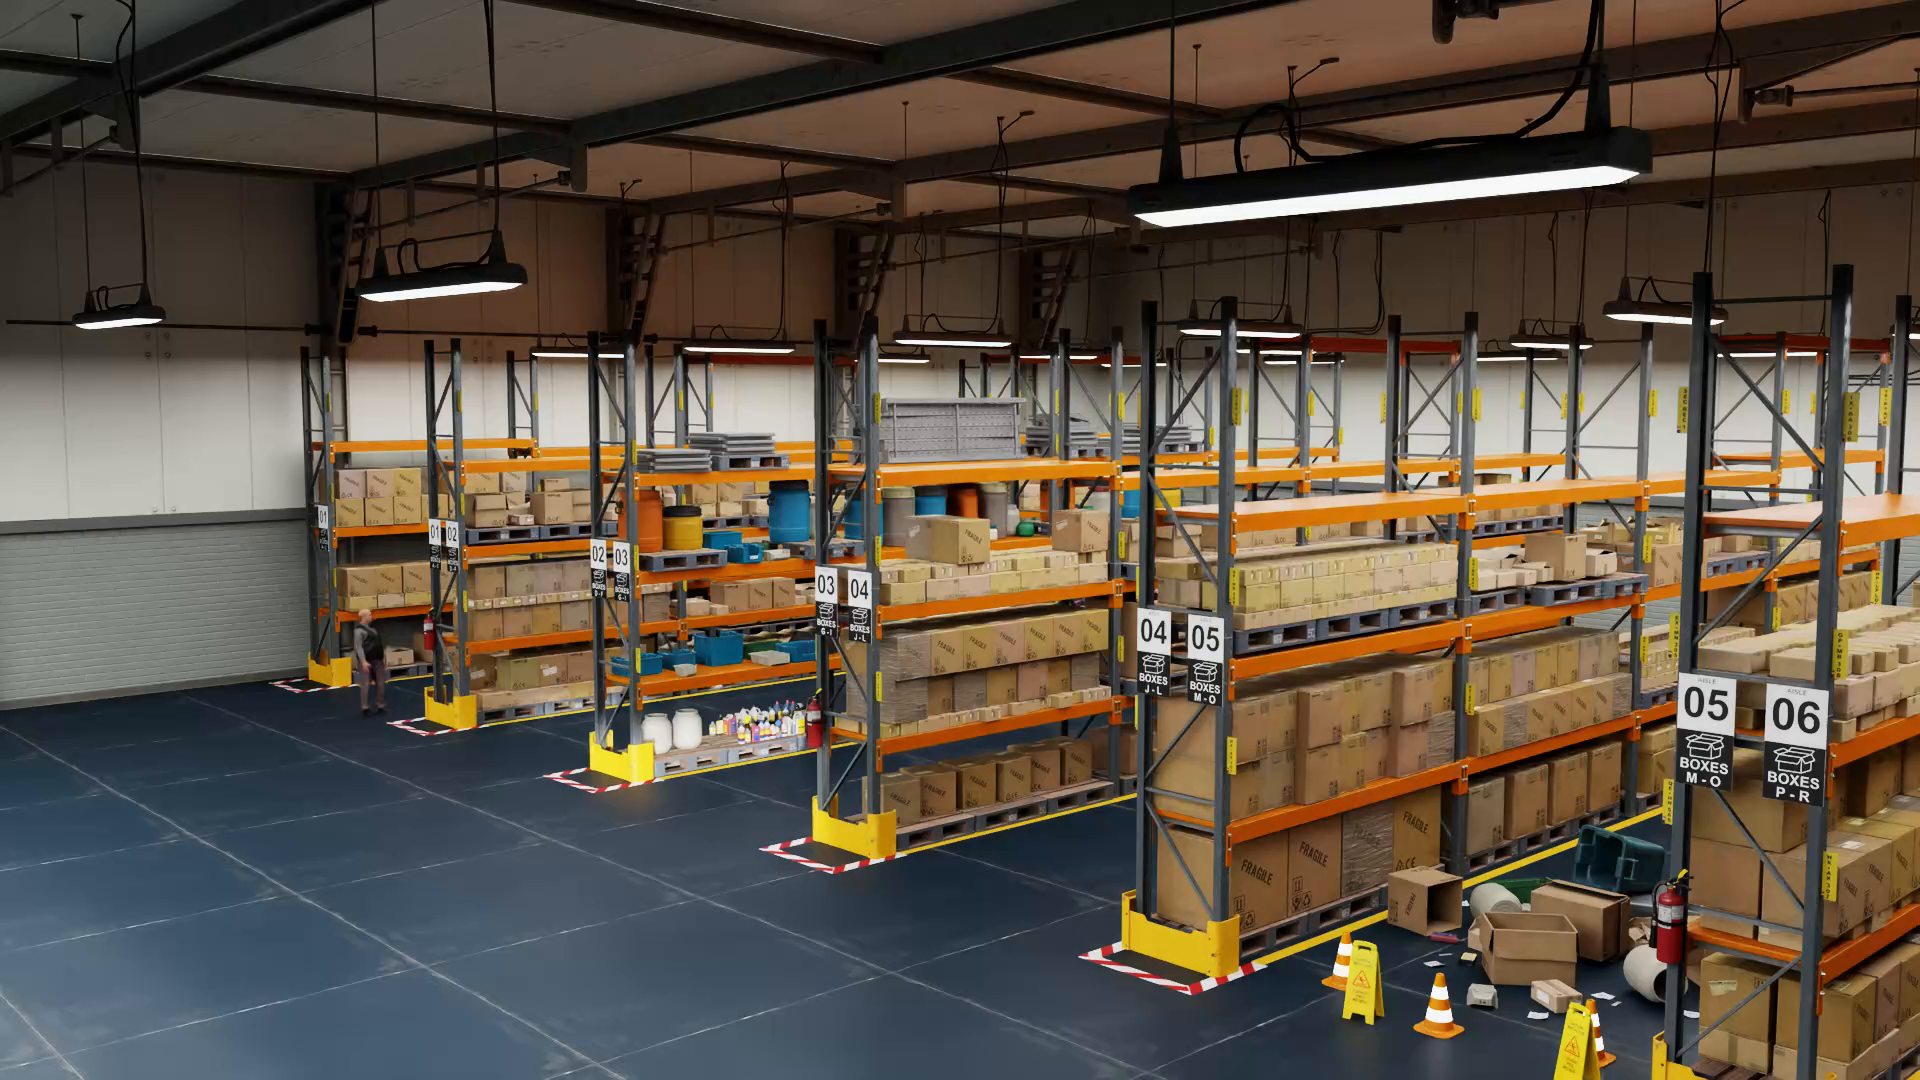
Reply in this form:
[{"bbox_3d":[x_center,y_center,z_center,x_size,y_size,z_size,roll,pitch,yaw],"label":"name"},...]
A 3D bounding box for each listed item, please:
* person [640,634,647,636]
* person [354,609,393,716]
[{"bbox_3d":[-6.040,1.556,32.002,0.512,1.714,0.471,1,5,7],"label":"person"},{"bbox_3d":[-9.469,1.966,26.733,0.488,1.733,0.593,3,6,32],"label":"person"}]
